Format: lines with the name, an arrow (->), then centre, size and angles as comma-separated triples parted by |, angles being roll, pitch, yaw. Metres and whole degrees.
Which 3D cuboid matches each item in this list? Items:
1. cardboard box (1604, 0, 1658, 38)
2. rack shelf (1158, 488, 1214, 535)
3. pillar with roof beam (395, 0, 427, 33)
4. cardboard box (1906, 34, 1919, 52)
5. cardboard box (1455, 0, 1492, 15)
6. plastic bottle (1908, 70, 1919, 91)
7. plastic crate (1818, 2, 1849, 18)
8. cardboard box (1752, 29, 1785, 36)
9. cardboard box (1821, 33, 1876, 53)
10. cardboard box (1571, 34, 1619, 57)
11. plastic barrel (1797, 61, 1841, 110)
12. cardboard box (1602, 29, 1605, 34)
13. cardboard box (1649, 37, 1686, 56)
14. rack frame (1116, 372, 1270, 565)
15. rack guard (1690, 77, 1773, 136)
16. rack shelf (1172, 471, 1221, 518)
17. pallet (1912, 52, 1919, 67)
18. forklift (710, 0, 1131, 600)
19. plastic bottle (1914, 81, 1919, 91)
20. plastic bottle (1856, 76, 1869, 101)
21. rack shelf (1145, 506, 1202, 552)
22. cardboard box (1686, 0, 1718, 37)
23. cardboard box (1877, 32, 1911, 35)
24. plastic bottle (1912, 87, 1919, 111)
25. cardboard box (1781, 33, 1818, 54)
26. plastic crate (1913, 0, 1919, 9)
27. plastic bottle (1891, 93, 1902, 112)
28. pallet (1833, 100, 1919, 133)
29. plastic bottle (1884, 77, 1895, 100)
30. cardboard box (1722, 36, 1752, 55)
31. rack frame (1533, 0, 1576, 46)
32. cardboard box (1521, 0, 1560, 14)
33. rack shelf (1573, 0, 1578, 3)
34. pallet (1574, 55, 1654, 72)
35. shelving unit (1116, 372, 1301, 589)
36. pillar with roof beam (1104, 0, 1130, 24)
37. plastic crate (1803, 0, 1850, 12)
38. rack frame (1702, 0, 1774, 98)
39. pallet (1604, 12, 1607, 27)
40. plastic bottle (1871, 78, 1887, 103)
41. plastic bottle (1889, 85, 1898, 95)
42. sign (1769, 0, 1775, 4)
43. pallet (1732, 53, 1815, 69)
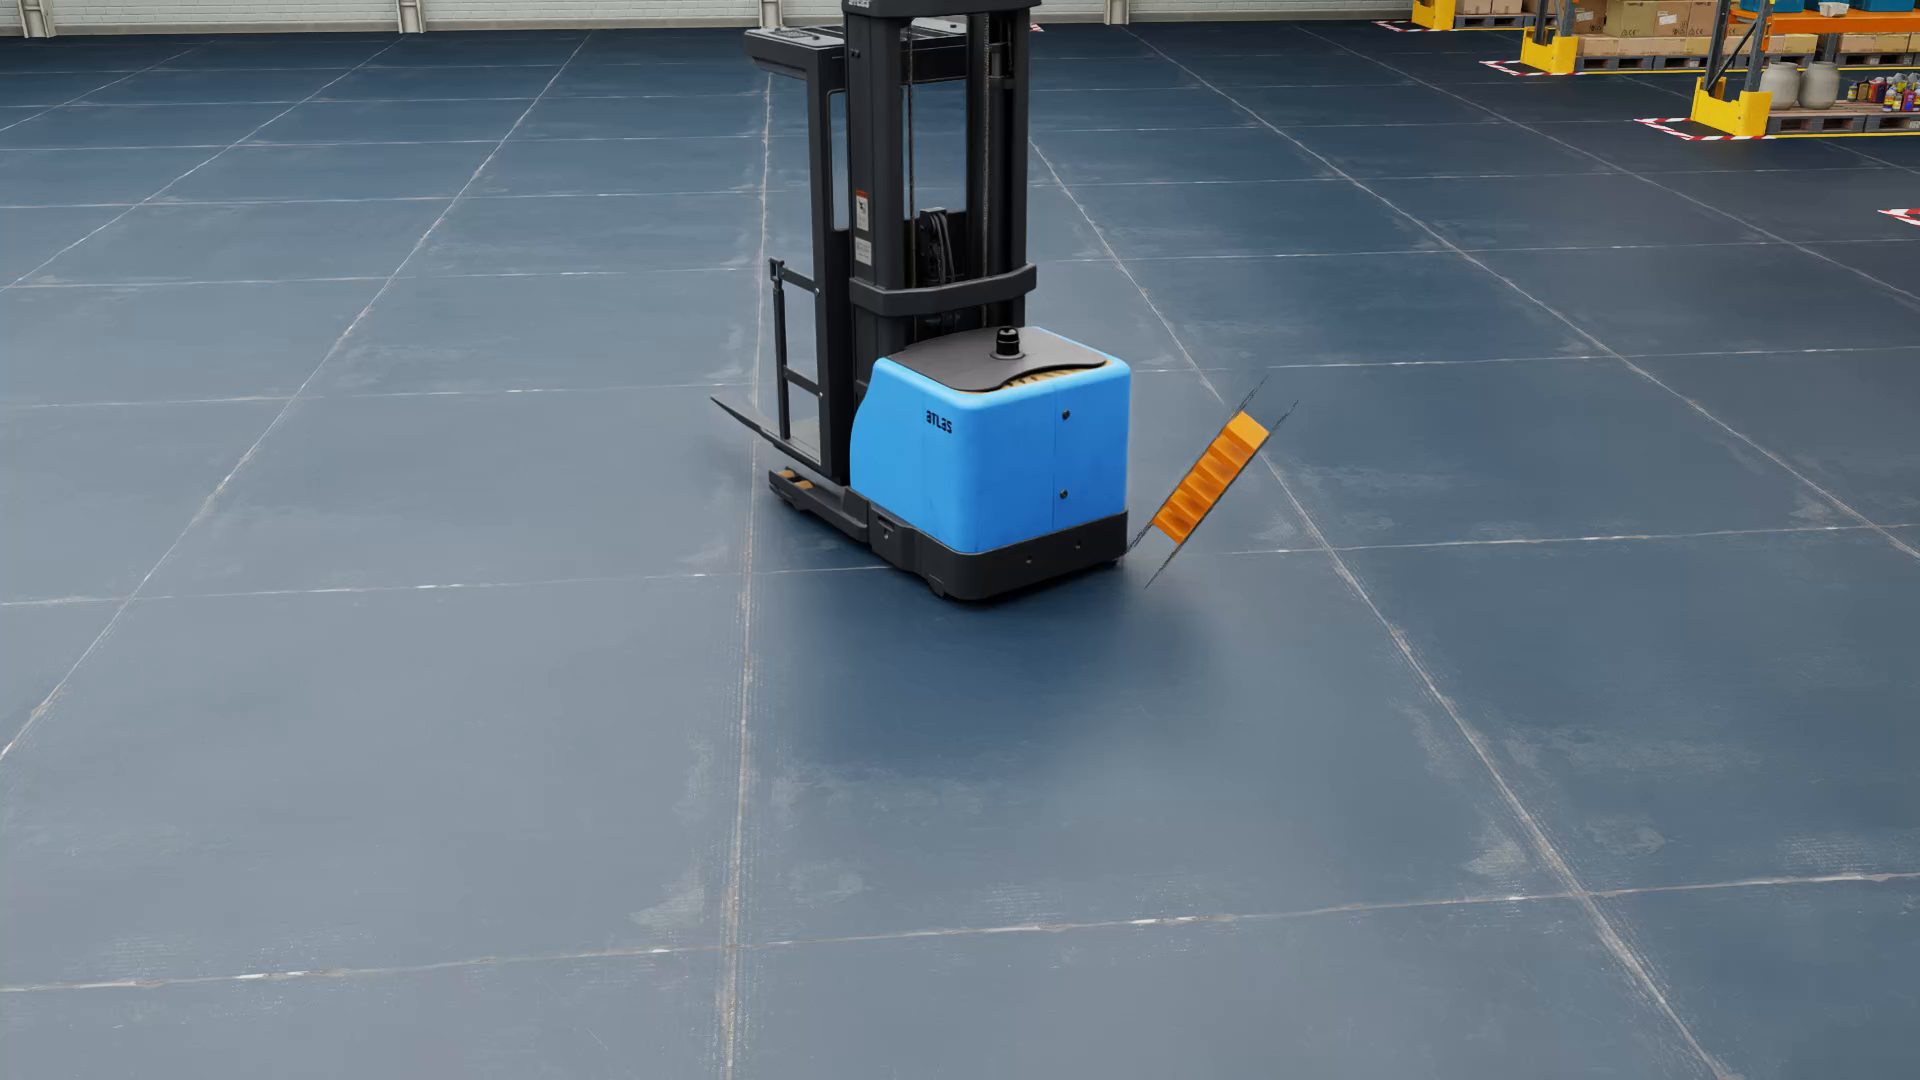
cardboard box -> 9.633, -7.501, 23.877 | 0.500, 0.500, 0.500 | -2, 24, -5
rack shelf -> 1.101, -0.159, 8.067 | 0.180, 0.103, 0.258 | 40, 34, 7
pillar with roof beam -> -8.788, -10.933, 22.268 | 0.400, 9.000, 9.100 | -2, 24, -5
cardboard box -> 14.011, -7.323, 24.401 | 0.500, 0.250, 0.500 | -3, 24, -7
cardboard box -> 8.787, -9.236, 28.605 | 0.500, 0.311, 0.500 | -5, 24, -11
plastic bottle -> 11.589, -5.529, 20.217 | 0.185, 0.351, 0.144 | -2, 24, -6
plastic crate -> 9.986, -6.053, 19.001 | 0.250, 0.136, 0.298 | -2, 24, -5
cardboard box -> 11.622, -7.586, 24.069 | 0.500, 0.500, 0.500 | -2, 24, -5
cardboard box -> 12.987, -7.281, 24.307 | 0.500, 0.250, 0.500 | -3, 24, -6
cardboard box -> 9.136, -7.137, 23.983 | 0.500, 0.250, 0.500 | -2, 24, -5
plastic barrel -> 10.210, -5.400, 19.753 | 0.421, 0.512, 0.421 | 0, 24, 0
cardboard box -> 9.581, -7.372, 24.510 | 0.500, 0.250, 0.500 | -2, 24, -5
cardboard box -> 10.131, -7.179, 24.076 | 0.500, 0.250, 0.500 | -2, 24, -5
rack frame -> 1.109, -0.329, 7.987 | 0.006, 1.200, 0.240 | 40, 34, 7
rack guard -> 9.135, -5.148, 19.717 | 0.348, 0.500, 1.175 | -2, 24, -5
rack shelf -> 1.158, -0.241, 8.000 | 0.180, 0.103, 0.258 | 40, 34, 7
pallet -> 14.507, -7.251, 24.804 | 1.213, 0.211, 1.003 | -2, 24, -5
forklift -> -0.402, -1.596, 8.732 | 1.130, 2.935, 3.031 | -16, 28, -31
plastic bottle -> 11.629, -5.436, 20.100 | 0.135, 0.276, 0.152 | -2, 24, -5
plastic bottle -> 10.963, -5.490, 20.212 | 0.133, 0.283, 0.061 | -2, 24, -4
rack shelf -> 1.044, -0.077, 8.134 | 0.180, 0.103, 0.258 | 40, 34, 7
cardboard box -> 10.629, -7.539, 23.963 | 0.500, 0.500, 0.500 | -2, 24, -5
cardboard box -> 13.495, -7.555, 24.233 | 0.500, 0.311, 0.500 | -3, 24, -6
plastic bottle -> 11.240, -5.183, 19.534 | 0.097, 0.271, 0.097 | 0, 24, 0
cardboard box -> 12.121, -7.259, 24.256 | 0.500, 0.250, 0.500 | -2, 24, -5
plastic crate -> 11.666, -6.391, 19.696 | 0.662, 0.188, 0.450 | -2, 24, -5
plastic bottle -> 11.002, -5.141, 19.527 | 0.097, 0.201, 0.097 | 0, 24, 0
pallet -> 11.155, -5.094, 19.950 | 1.213, 0.211, 1.003 | -2, 24, -5
plastic bottle -> 11.240, -5.480, 20.197 | 0.135, 0.276, 0.152 | -3, 24, -7
cardboard box -> 11.126, -7.217, 24.162 | 0.500, 0.250, 0.500 | -2, 24, -5
rack frame -> 8.580, -8.270, 23.664 | 0.127, 3.000, 1.000 | -2, 24, -5
cardboard box -> 10.090, -9.354, 28.639 | 0.500, 0.500, 0.700 | -4, 24, -8
rack shelf -> 10.571, -8.022, 23.990 | 4.000, 0.370, 1.077 | -2, 24, -5
pallet -> 9.337, -7.044, 24.337 | 1.213, 0.211, 1.003 | -2, 24, -5
shelving unit -> 1.179, -0.271, 7.975 | 0.189, 1.200, 0.258 | 40, 34, 7
pillar with roof beam -> 3.154, -11.412, 23.346 | 0.400, 9.000, 9.100 | -2, 24, -5
plastic crate -> 10.179, -6.365, 19.560 | 0.408, 0.251, 0.499 | -2, 24, -5
rack frame -> 9.064, -6.268, 19.159 | 0.127, 3.000, 1.000 | -2, 24, -5
pallet -> 11.406, -9.117, 29.002 | 1.213, 0.211, 1.003 | -2, 24, -5
plastic bottle -> 11.113, -5.434, 20.086 | 0.133, 0.283, 0.061 | -2, 24, -5
plastic bottle -> 11.271, -5.396, 20.100 | 0.097, 0.201, 0.097 | 0, 24, 0
sign -> 9.113, -6.172, 18.602 | 0.005, 0.325, 0.100 | -2, 24, -5
pallet -> 11.766, -7.141, 24.556 | 1.213, 0.211, 1.003 | -2, 24, -5
